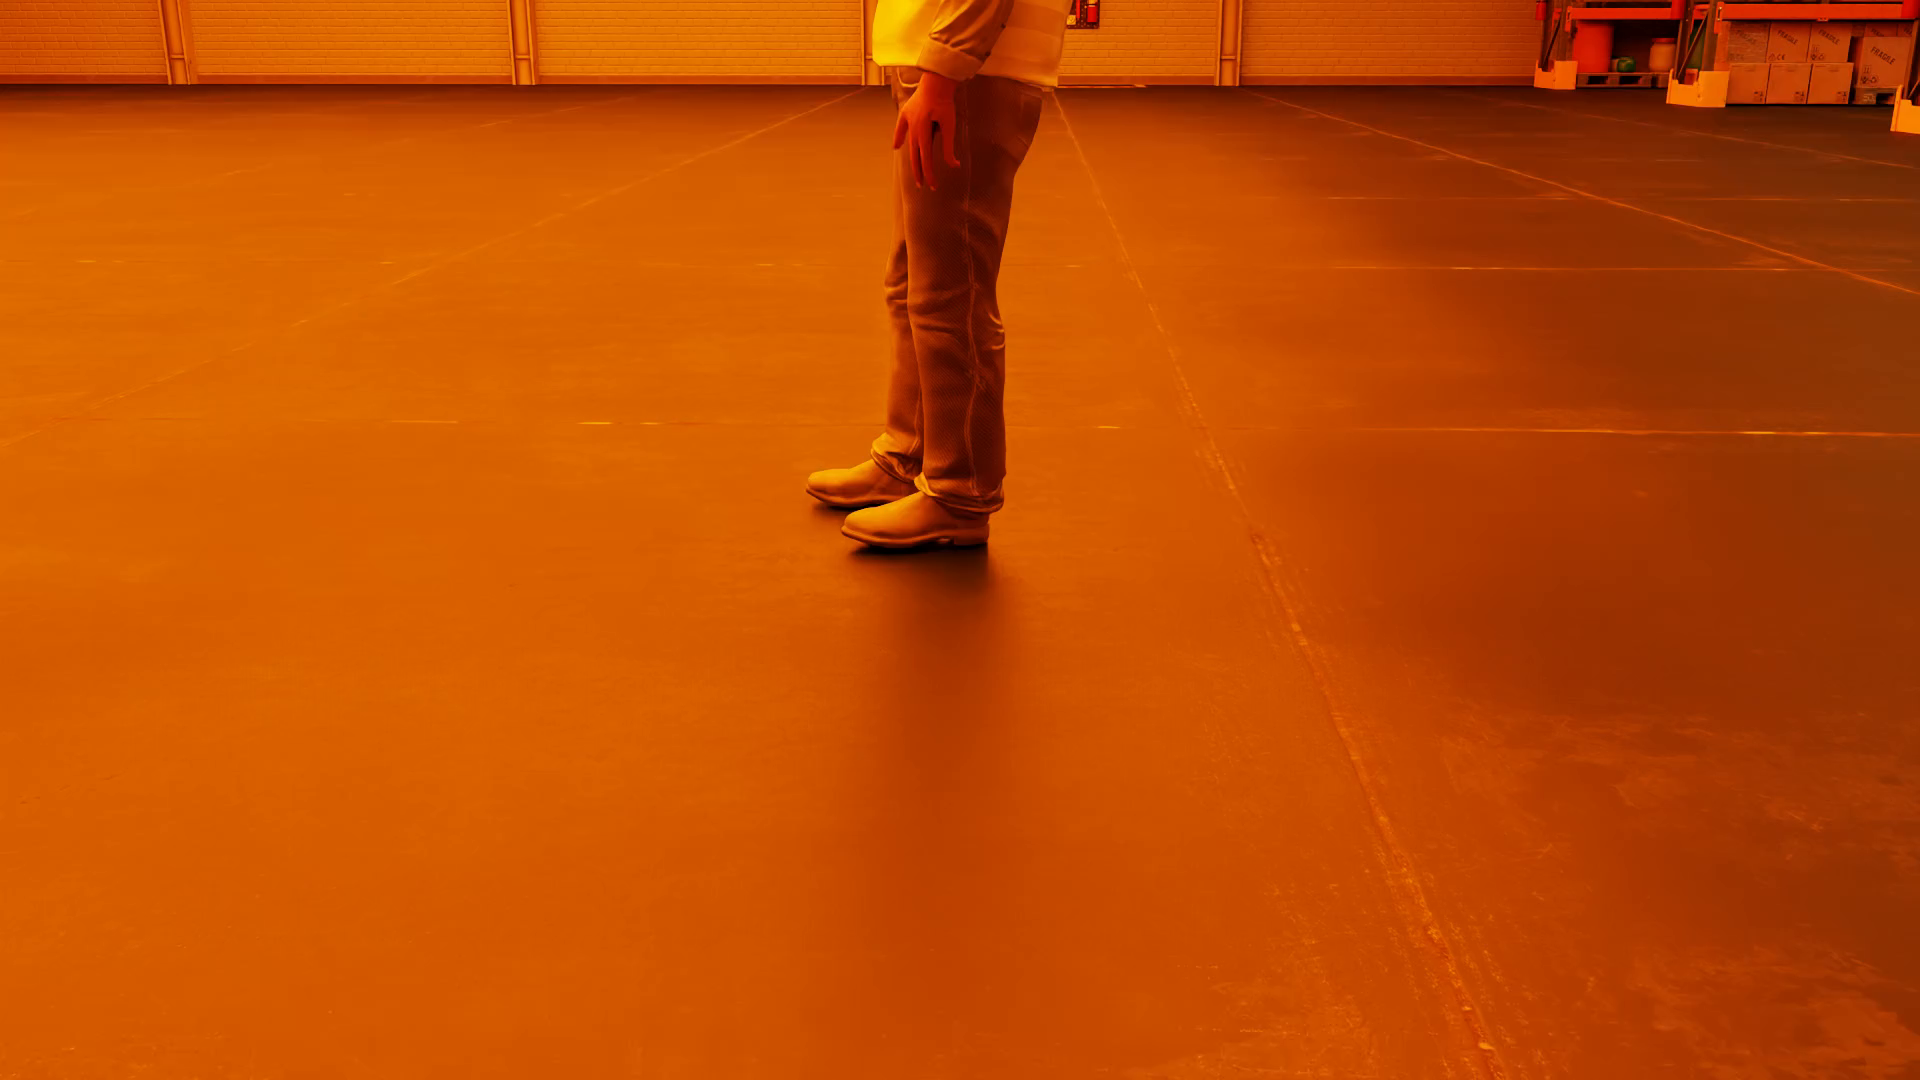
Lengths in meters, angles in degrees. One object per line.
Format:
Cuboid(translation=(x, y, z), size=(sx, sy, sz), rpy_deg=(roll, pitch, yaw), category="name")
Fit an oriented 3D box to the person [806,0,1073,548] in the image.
Cuboid(translation=(-0.061, -0.857, 3.116), size=(0.568, 1.773, 0.632), rpy_deg=(1, 17, 2), category="person")
